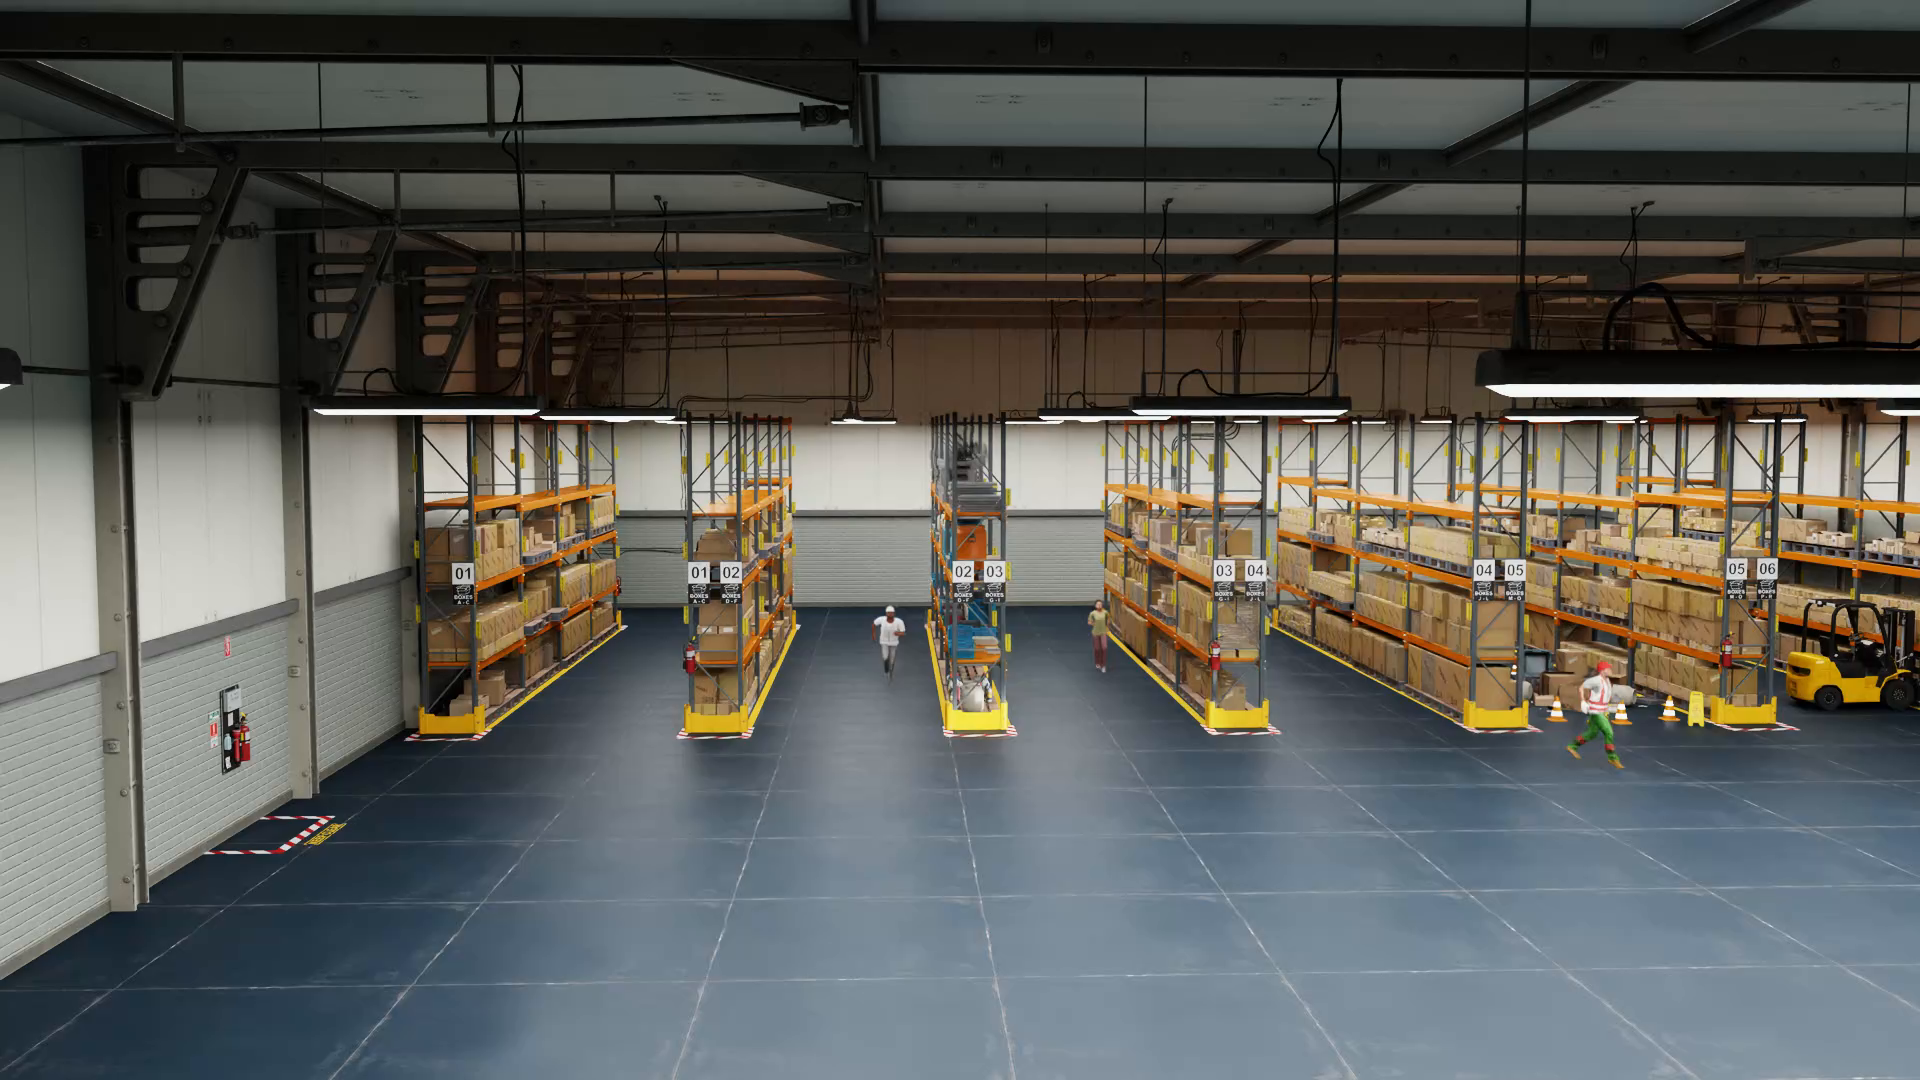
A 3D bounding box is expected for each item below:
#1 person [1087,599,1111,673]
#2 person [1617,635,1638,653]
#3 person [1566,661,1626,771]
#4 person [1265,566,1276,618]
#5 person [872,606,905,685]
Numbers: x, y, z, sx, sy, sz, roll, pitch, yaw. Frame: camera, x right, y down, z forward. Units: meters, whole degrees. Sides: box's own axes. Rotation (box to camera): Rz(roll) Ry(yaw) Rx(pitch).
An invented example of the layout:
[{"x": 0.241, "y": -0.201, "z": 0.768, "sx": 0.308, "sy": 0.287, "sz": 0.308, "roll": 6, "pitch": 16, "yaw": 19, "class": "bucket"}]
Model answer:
[{"x": 3.256, "y": 2.246, "z": 38.928, "sx": 0.559, "sy": 1.725, "sz": 0.738, "roll": 0, "pitch": 4, "yaw": 1, "class": "person"}, {"x": 16.569, "y": 2.039, "z": 41.176, "sx": 0.708, "sy": 1.856, "sz": 0.840, "roll": 0, "pitch": 4, "yaw": -2, "class": "person"}, {"x": 10.718, "y": 2.925, "z": 28.000, "sx": 1.018, "sy": 1.805, "sz": 0.688, "roll": 4, "pitch": 5, "yaw": 42, "class": "person"}, {"x": 8.832, "y": 1.579, "z": 48.550, "sx": 0.922, "sy": 1.653, "sz": 0.643, "roll": -2, "pitch": 4, "yaw": -26, "class": "person"}, {"x": -1.583, "y": 2.334, "z": 36.915, "sx": 0.733, "sy": 1.755, "sz": 0.812, "roll": 0, "pitch": 4, "yaw": -4, "class": "person"}]
